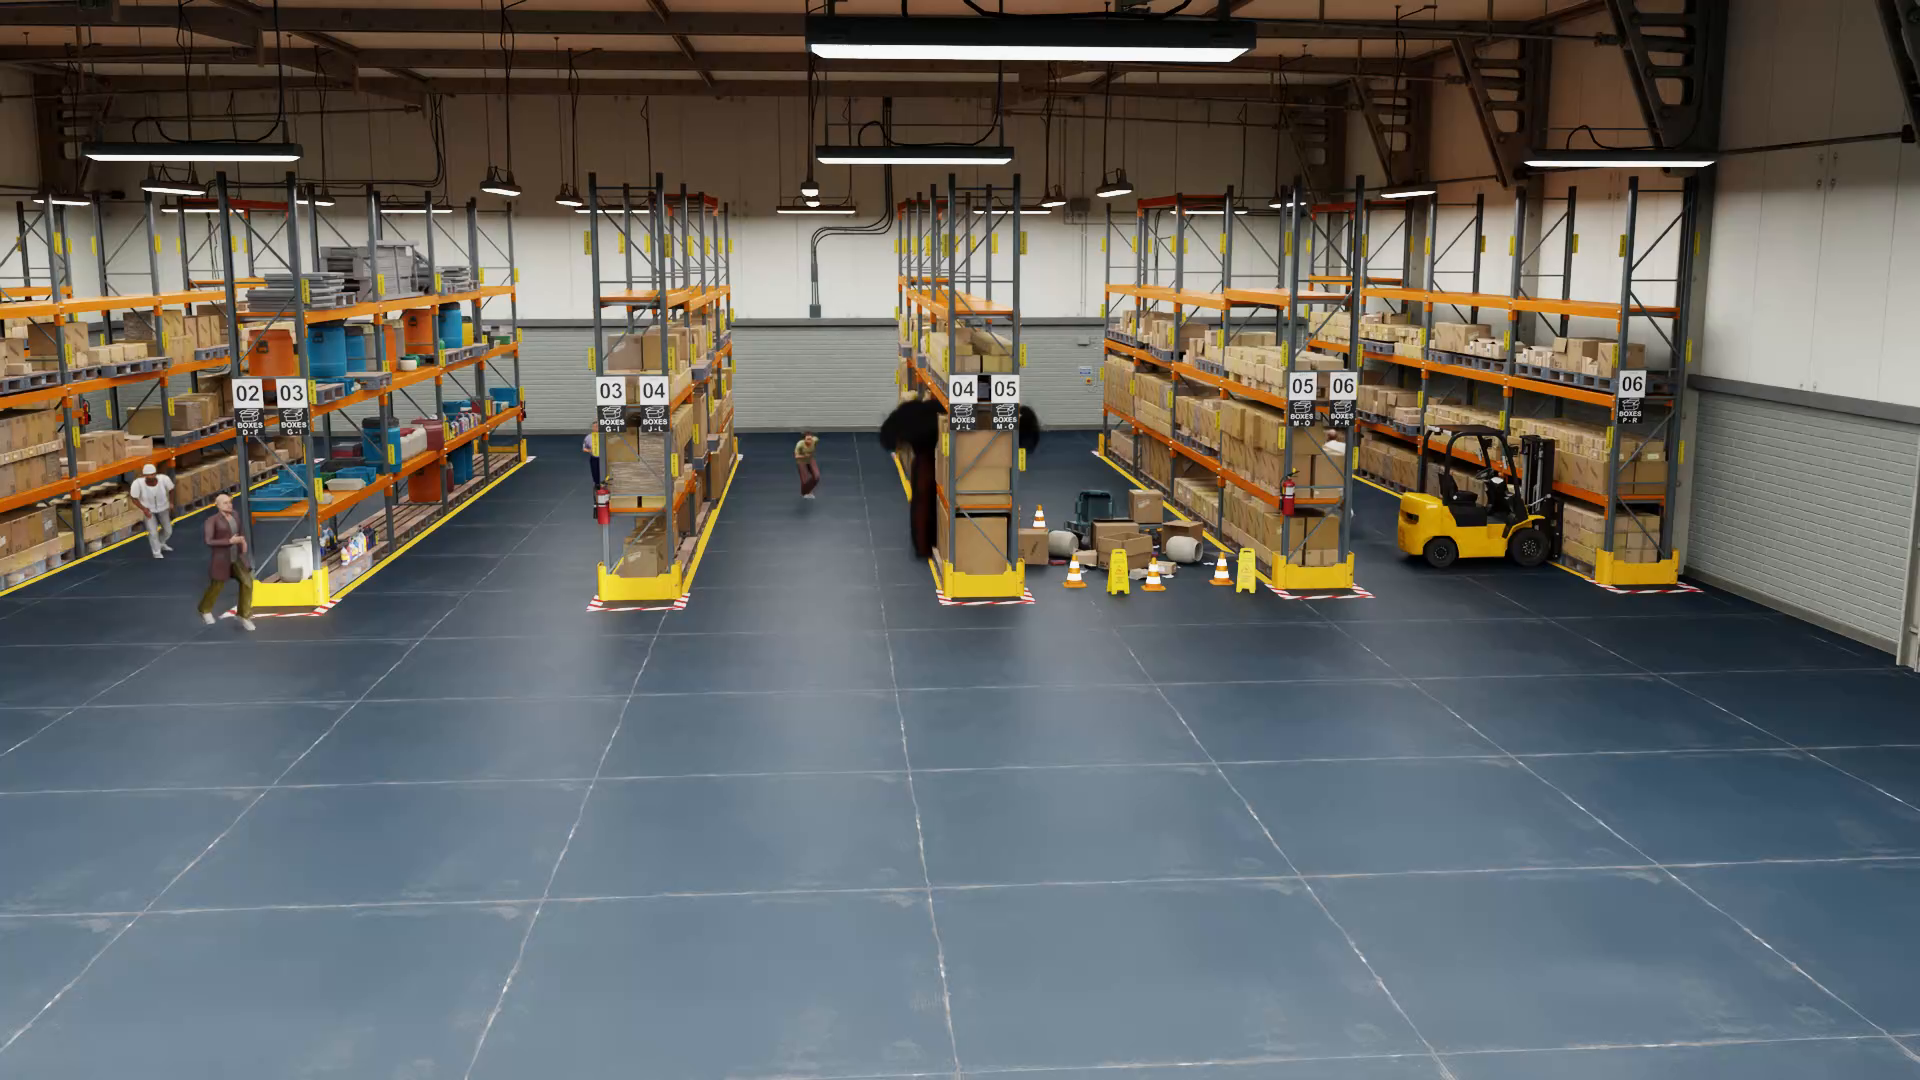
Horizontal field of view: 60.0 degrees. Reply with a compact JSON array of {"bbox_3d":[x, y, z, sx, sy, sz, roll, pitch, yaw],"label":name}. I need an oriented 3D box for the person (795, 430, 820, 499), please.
[{"bbox_3d":[-2.946,-1.448,31.977,0.582,1.390,0.928,-5,11,-24],"label":"person"}]

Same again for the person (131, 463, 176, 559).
[{"bbox_3d":[-12.987,-0.479,26.790,0.673,1.593,0.925,-8,13,-38],"label":"person"}]

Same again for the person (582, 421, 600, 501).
[{"bbox_3d":[-7.006,-1.471,32.376,0.599,1.679,0.901,0,10,3],"label":"person"}]

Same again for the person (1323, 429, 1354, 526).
[{"bbox_3d":[6.808,-1.065,30.006,0.694,1.650,0.959,-3,11,-18],"label":"person"}]

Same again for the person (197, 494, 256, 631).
[{"bbox_3d":[-9.696,0.293,21.963,0.991,1.838,0.716,7,12,33],"label":"person"}]
